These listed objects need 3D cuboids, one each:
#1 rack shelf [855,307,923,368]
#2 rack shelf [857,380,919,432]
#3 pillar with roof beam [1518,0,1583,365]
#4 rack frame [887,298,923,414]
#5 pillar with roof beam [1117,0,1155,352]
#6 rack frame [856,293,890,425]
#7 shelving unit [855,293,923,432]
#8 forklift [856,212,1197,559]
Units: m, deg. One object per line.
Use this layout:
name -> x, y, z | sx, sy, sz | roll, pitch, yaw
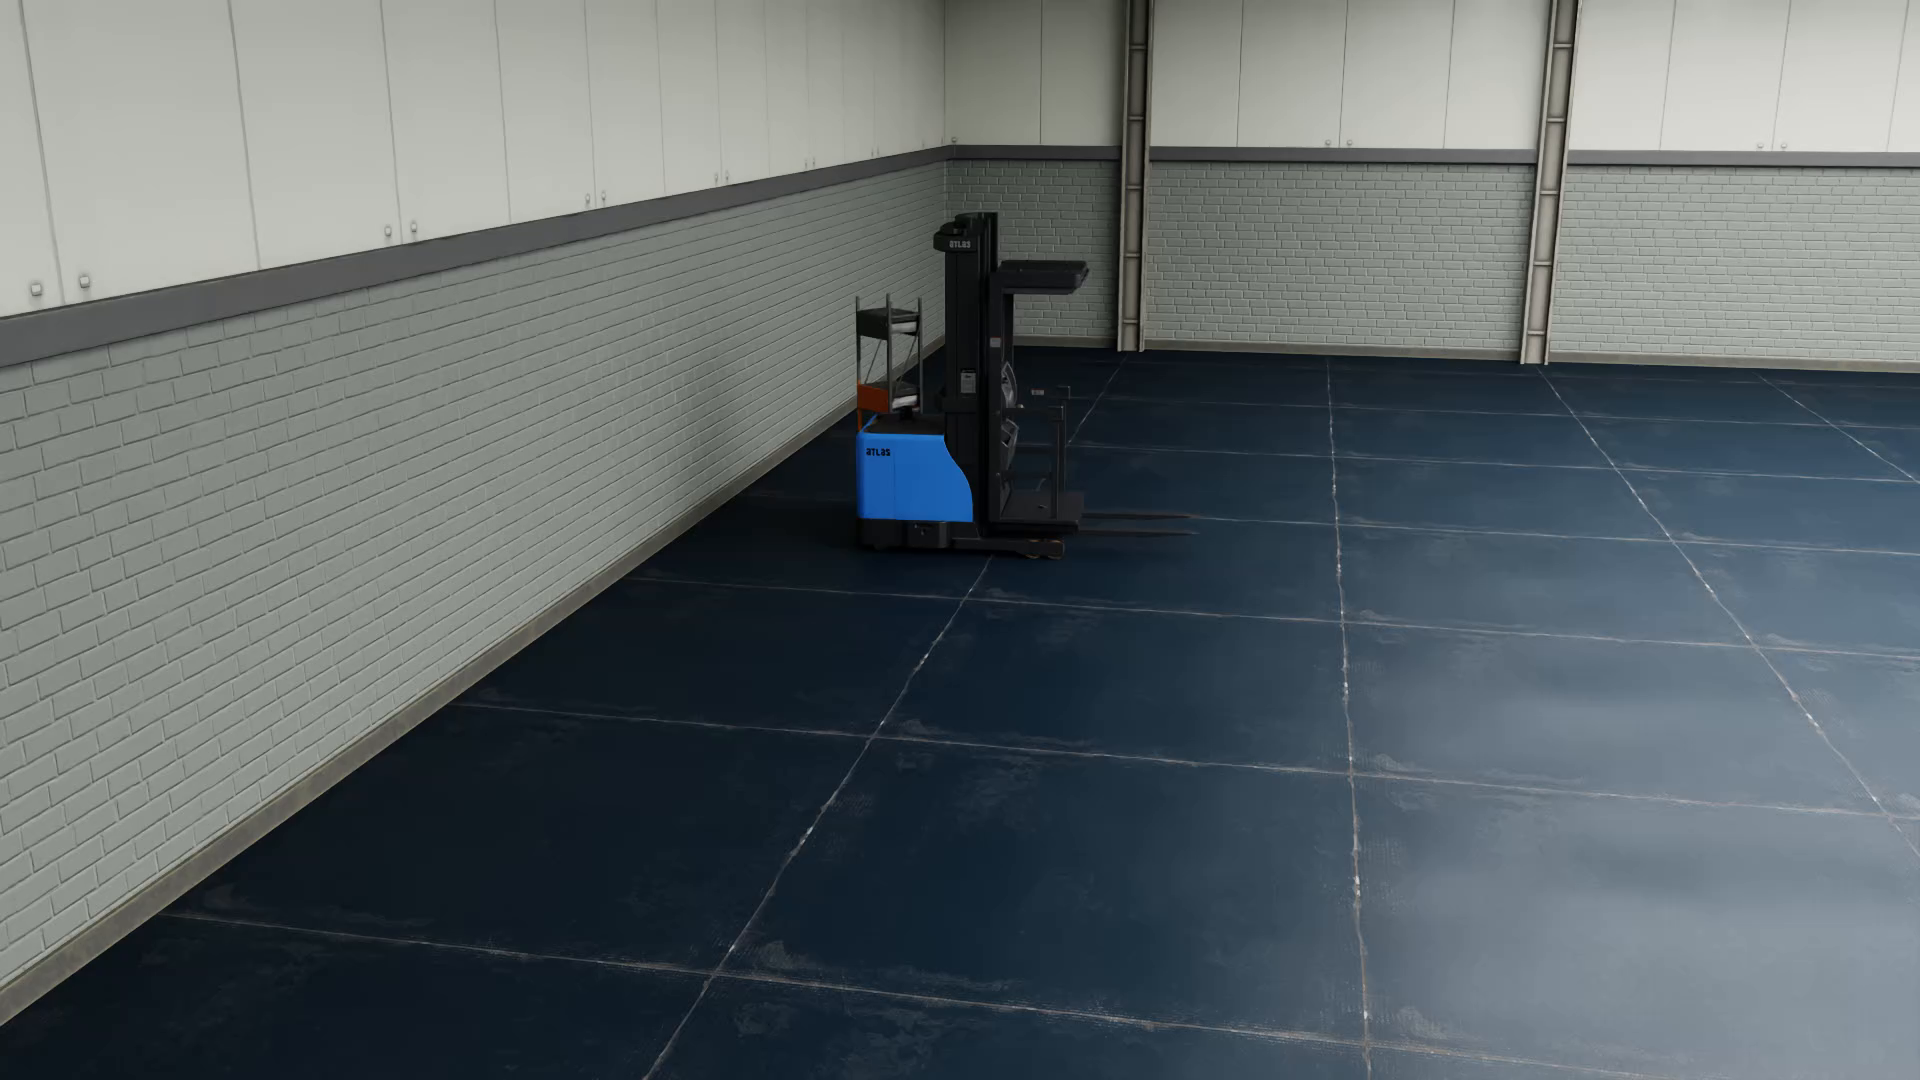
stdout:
rack shelf -> -0.670, -1.932, 15.720 | 0.431, 0.518, 0.480 | -13, 20, -39
rack shelf -> -0.670, -1.257, 15.907 | 0.431, 0.518, 0.480 | -13, 20, -39
pillar with roof beam -> 7.688, -5.859, 19.546 | 0.400, 9.000, 9.100 | 3, 16, 11
rack frame -> -0.513, -1.221, 15.724 | 0.400, 2.100, 0.015 | -13, 20, -39
pillar with roof beam -> 1.808, -6.179, 20.698 | 0.400, 9.000, 9.100 | 3, 16, 11
rack frame -> -0.828, -1.320, 16.083 | 0.400, 2.100, 0.015 | -13, 20, -39
shelving unit -> -0.670, -1.271, 15.904 | 0.431, 2.100, 0.503 | -13, 20, -39
forklift -> 0.622, -1.392, 14.784 | 3.031, 2.935, 1.130 | 2, 16, 7
